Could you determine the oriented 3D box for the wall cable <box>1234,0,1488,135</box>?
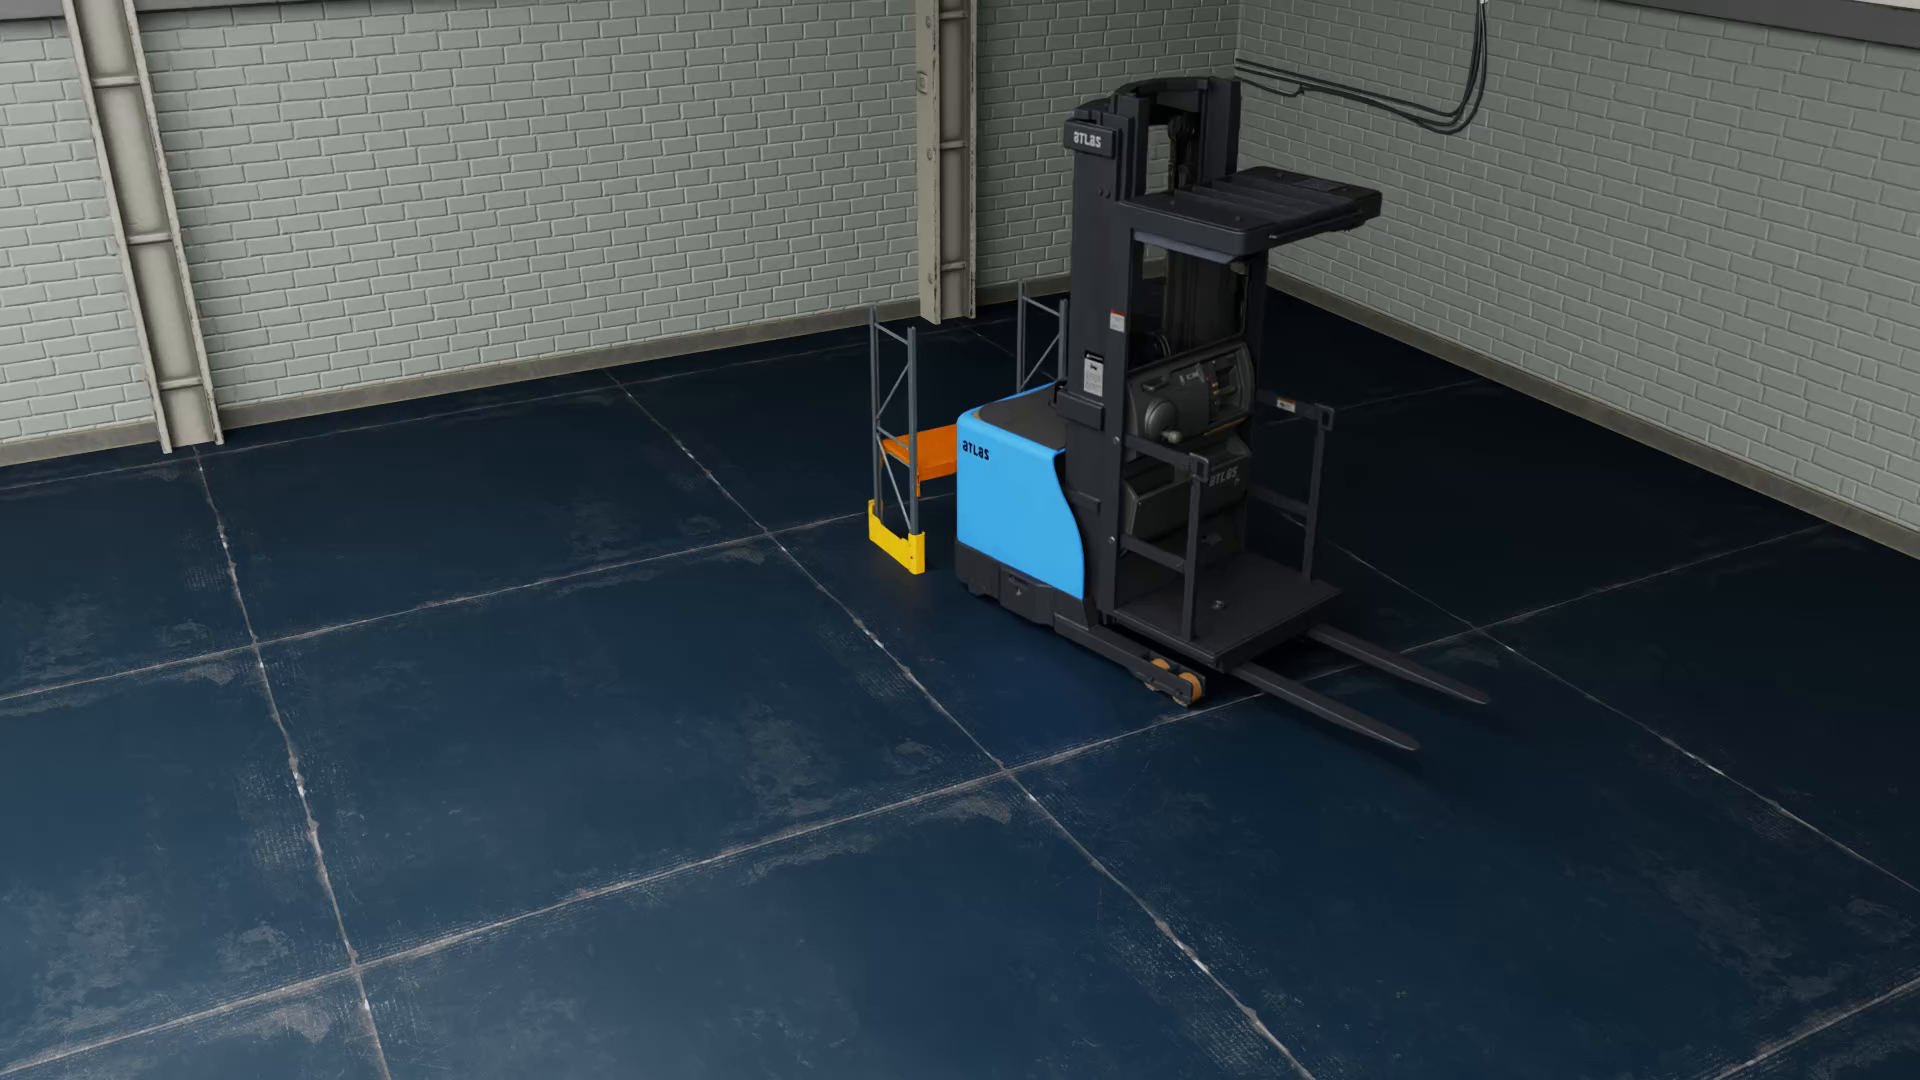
[{"bbox_3d":[3.115,-4.670,13.167,0.112,2.526,3.097,-13,29,-25],"label":"wall cable"}]

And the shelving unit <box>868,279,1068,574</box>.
[{"bbox_3d":[0.046,-0.698,9.972,1.083,1.500,0.587,-14,29,-27],"label":"shelving unit"}]

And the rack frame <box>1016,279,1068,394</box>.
[{"bbox_3d":[0.491,-0.812,10.208,0.032,1.500,0.500,-14,29,-27],"label":"rack frame"}]

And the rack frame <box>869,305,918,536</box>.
[{"bbox_3d":[-0.384,-0.589,9.743,0.032,1.500,0.500,-14,29,-27],"label":"rack frame"}]

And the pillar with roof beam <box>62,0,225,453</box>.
[{"bbox_3d":[-3.375,-3.108,6.327,0.400,9.000,9.100,-13,29,-25],"label":"pillar with roof beam"}]

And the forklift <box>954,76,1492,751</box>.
[{"bbox_3d":[1.331,-0.726,8.376,1.130,2.935,3.031,-22,33,-37],"label":"forklift"}]

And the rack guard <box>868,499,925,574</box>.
[{"bbox_3d":[-0.383,-0.025,10.014,0.087,0.250,0.587,-14,29,-27],"label":"rack guard"}]

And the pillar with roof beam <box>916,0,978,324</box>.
[{"bbox_3d":[1.919,-4.330,8.872,0.400,9.000,9.100,-13,29,-25],"label":"pillar with roof beam"}]

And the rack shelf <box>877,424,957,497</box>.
[{"bbox_3d":[0.054,-0.538,10.054,1.000,0.185,0.538,-14,29,-27],"label":"rack shelf"}]
